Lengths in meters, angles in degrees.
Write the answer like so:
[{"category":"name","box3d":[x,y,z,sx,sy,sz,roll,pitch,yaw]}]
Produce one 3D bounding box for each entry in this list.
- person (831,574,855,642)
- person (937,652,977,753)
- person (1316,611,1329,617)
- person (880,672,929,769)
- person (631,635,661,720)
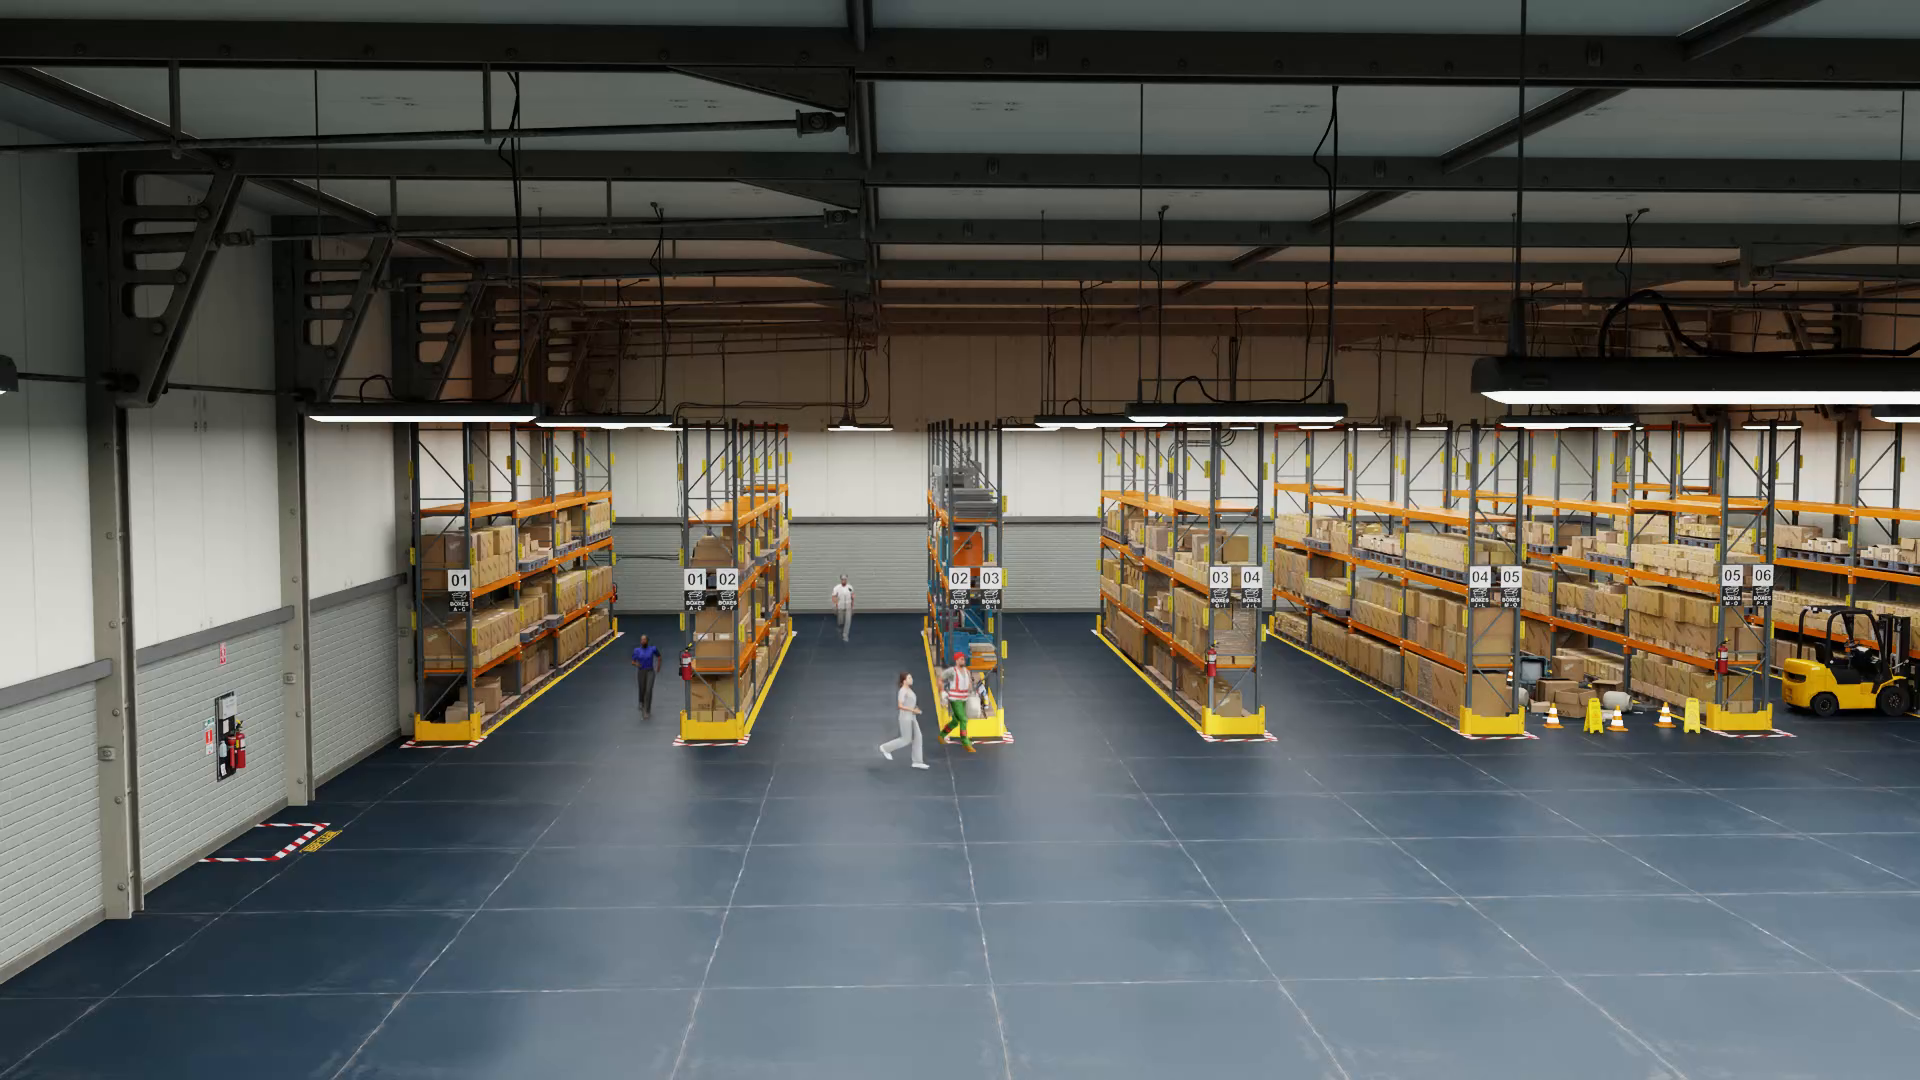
[{"category":"person","box3d":[-3.051,1.768,43.720,0.663,1.761,0.752,-1,4,-16]},{"category":"person","box3d":[-0.014,2.903,30.045,0.956,1.770,0.671,3,5,41]},{"category":"person","box3d":[10.635,1.742,48.849,0.692,1.739,0.783,-2,4,-28]},{"category":"person","box3d":[-0.940,3.077,28.453,0.868,1.658,0.569,1,4,15]},{"category":"person","box3d":[-6.363,2.741,33.732,0.588,1.672,0.935,0,4,-5]}]
